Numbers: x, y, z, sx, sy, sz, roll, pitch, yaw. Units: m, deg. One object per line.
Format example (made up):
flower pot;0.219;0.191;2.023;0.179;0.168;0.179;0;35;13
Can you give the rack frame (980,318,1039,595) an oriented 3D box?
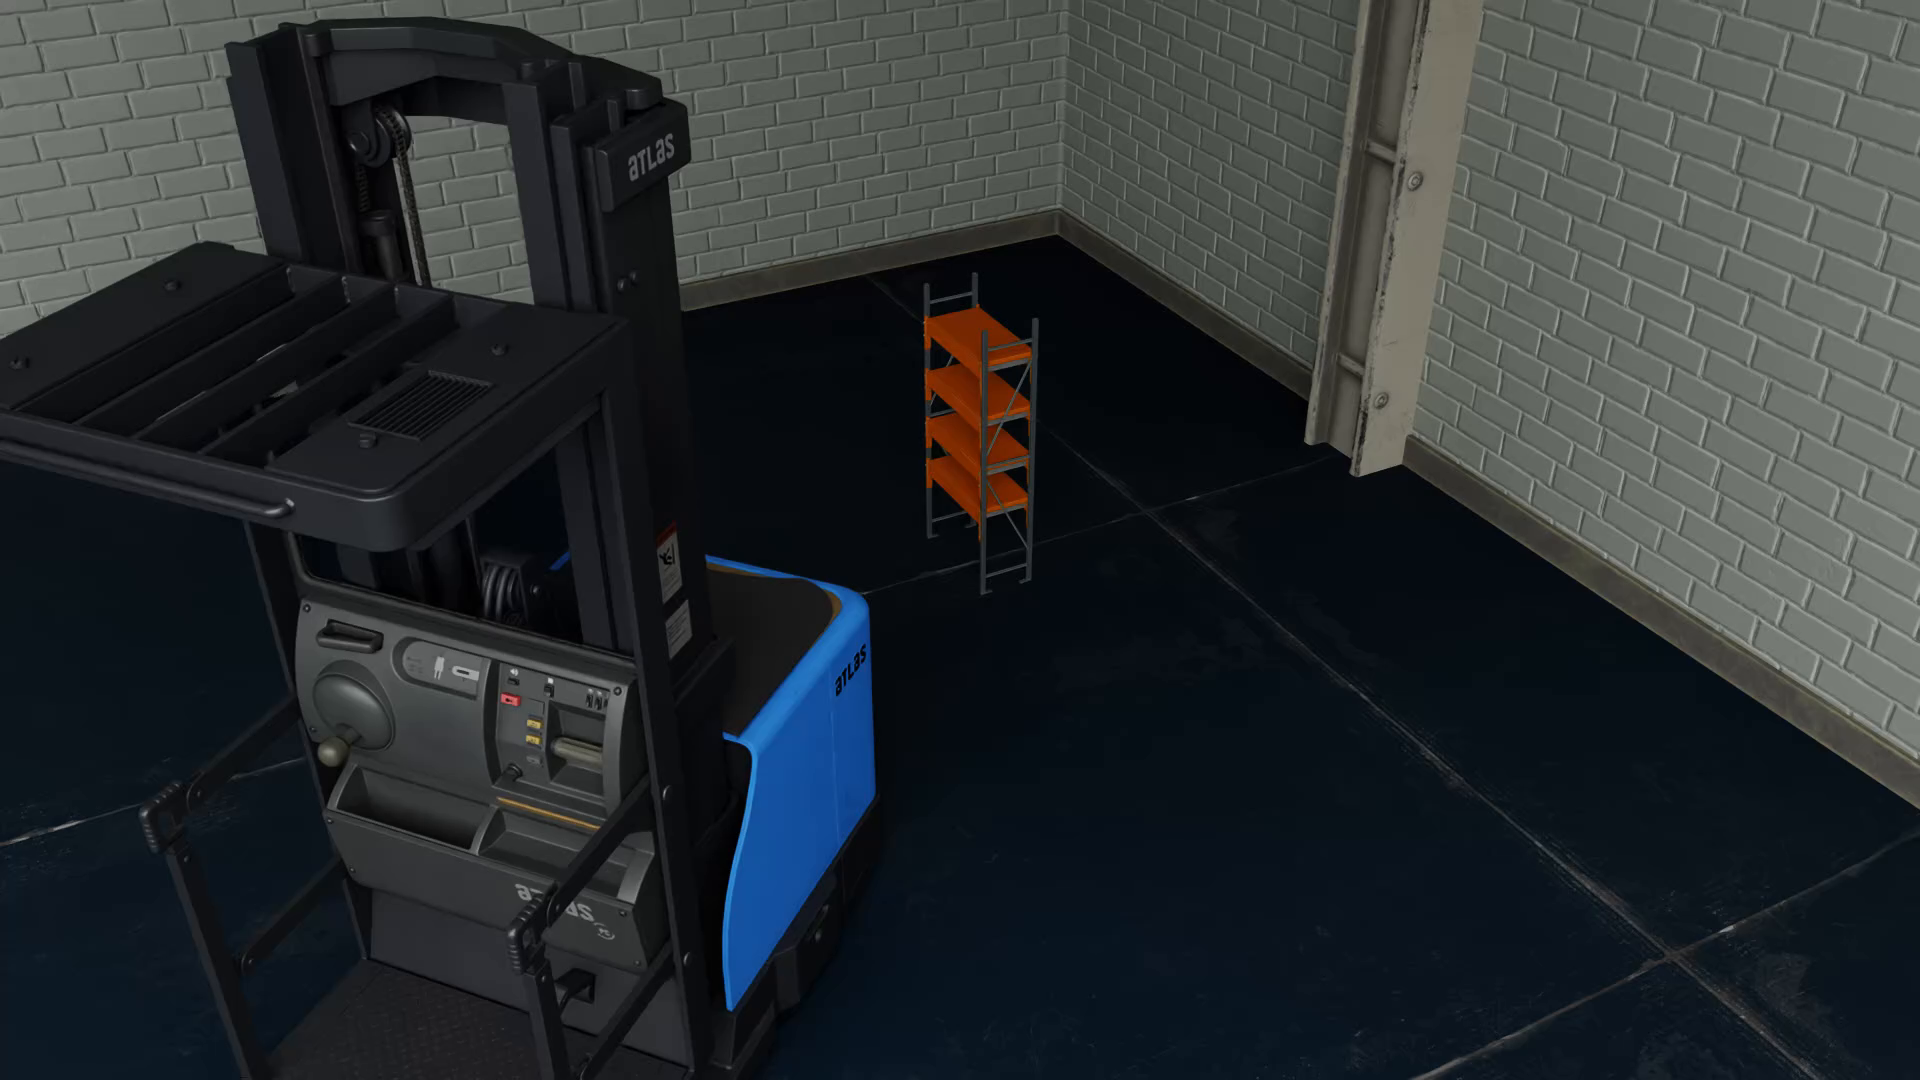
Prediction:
rack frame;0.191;-0.310;6.621;0.240;1.200;0.015;-16;36;-23

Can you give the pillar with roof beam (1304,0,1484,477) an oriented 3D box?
pillar with roof beam;-1.930;-3.129;3.793;9.100;9.000;0.400;-16;36;-23

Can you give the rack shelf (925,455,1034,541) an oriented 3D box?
rack shelf;0.077;-0.202;6.946;0.258;0.148;0.480;-16;36;-23

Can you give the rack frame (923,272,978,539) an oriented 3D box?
rack frame;-0.037;-0.543;6.985;0.240;1.200;0.015;-16;36;-23

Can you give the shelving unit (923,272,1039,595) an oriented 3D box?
shelving unit;0.077;-0.426;6.803;0.258;1.200;0.503;-16;36;-23

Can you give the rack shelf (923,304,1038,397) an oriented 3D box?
rack shelf;0.077;-0.757;6.591;0.258;0.148;0.480;-16;36;-23

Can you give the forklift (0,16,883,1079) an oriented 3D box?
forklift;-1.277;0.464;3.809;1.130;2.935;3.031;12;35;18

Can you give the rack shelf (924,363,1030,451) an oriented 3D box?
rack shelf;0.077;-0.558;6.719;0.258;0.148;0.480;-16;36;-23

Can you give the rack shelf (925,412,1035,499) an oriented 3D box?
rack shelf;0.077;-0.370;6.839;0.258;0.148;0.480;-16;36;-23
